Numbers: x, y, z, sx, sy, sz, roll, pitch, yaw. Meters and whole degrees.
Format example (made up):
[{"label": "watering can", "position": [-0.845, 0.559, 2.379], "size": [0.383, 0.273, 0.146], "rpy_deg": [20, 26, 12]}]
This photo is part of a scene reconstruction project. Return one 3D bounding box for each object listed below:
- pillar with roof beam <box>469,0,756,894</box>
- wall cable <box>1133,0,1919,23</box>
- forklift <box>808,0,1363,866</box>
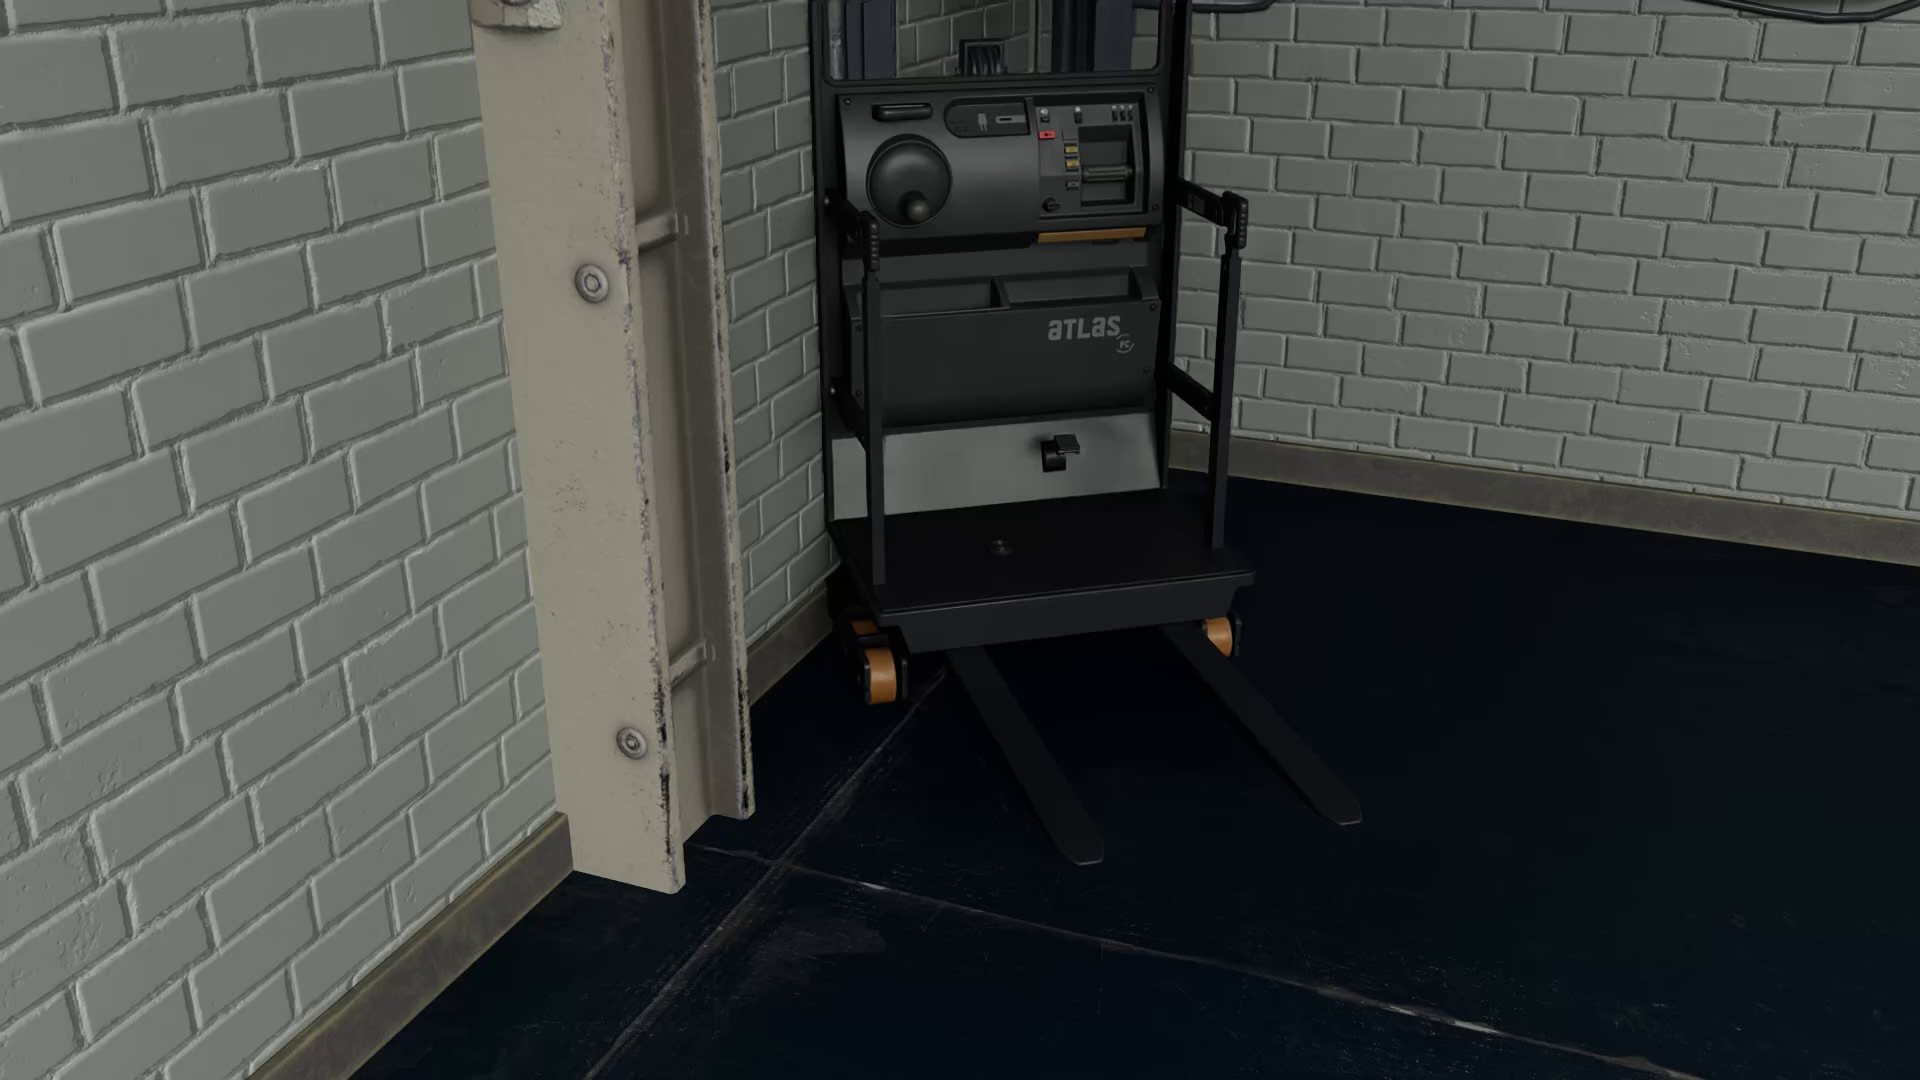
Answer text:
[{"label": "pillar with roof beam", "position": [3.274, -2.817, 0.819], "size": [9.100, 9.000, 0.400], "rpy_deg": [9, 24, 20]}, {"label": "wall cable", "position": [1.599, -2.866, 4.964], "size": [3.097, 2.526, 0.112], "rpy_deg": [9, 24, 20]}, {"label": "forklift", "position": [0.182, -1.056, 4.474], "size": [1.130, 2.935, 3.031], "rpy_deg": [-6, 23, -14]}]
